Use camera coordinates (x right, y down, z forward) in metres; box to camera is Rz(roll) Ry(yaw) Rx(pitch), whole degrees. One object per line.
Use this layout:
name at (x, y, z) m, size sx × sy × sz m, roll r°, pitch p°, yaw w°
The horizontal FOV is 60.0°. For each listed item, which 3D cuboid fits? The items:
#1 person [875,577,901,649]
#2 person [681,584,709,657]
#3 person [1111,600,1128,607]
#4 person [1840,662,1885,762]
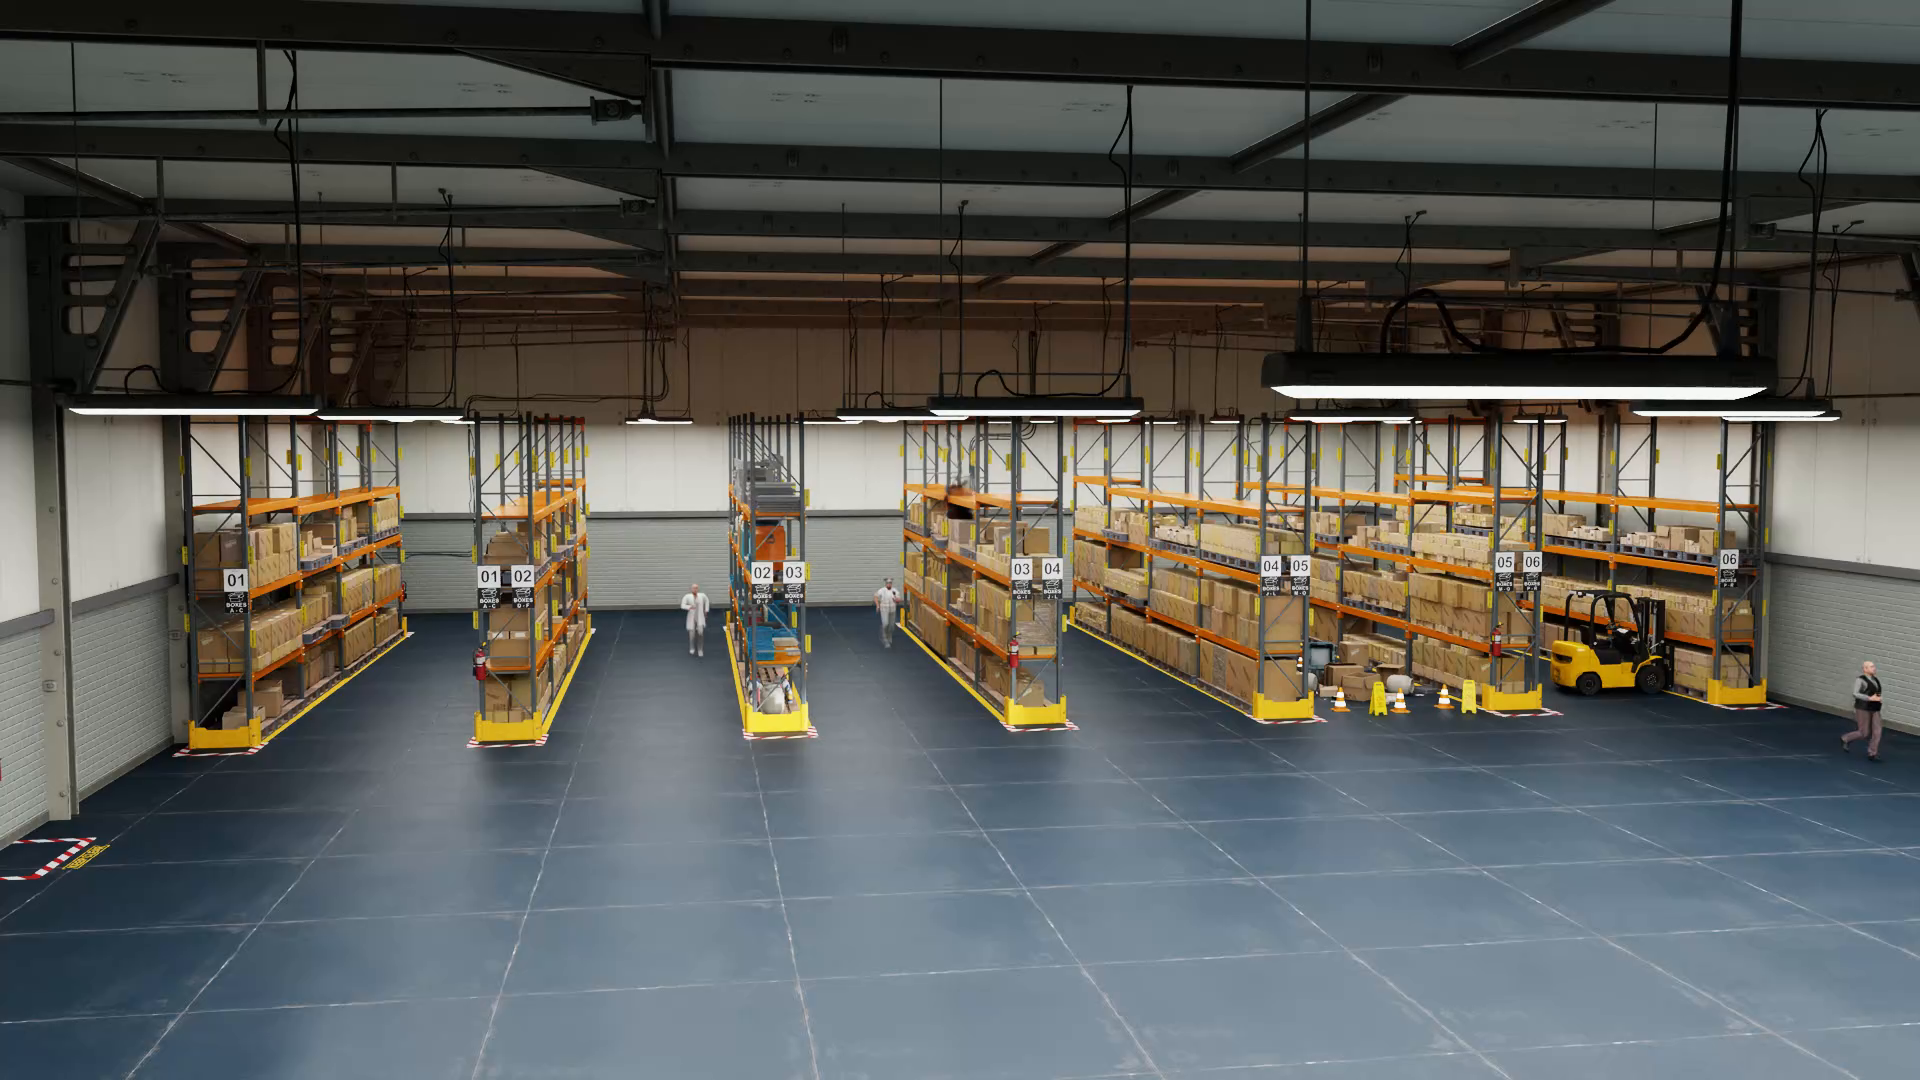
person at (-1.864, 1.881, 43.395) m, size 0.638 × 1.831 × 0.864 m, roll -1°, pitch 4°, yaw -16°
person at (-6.616, 2.018, 41.535) m, size 0.708 × 1.857 × 0.839 m, roll -1°, pitch 4°, yaw -13°
person at (4.686, 1.492, 49.857) m, size 0.940 × 1.663 × 0.568 m, roll -2°, pitch 4°, yaw -25°
person at (15.557, 2.925, 28.570) m, size 0.671 × 1.694 × 0.797 m, roll -2°, pitch 4°, yaw -23°
